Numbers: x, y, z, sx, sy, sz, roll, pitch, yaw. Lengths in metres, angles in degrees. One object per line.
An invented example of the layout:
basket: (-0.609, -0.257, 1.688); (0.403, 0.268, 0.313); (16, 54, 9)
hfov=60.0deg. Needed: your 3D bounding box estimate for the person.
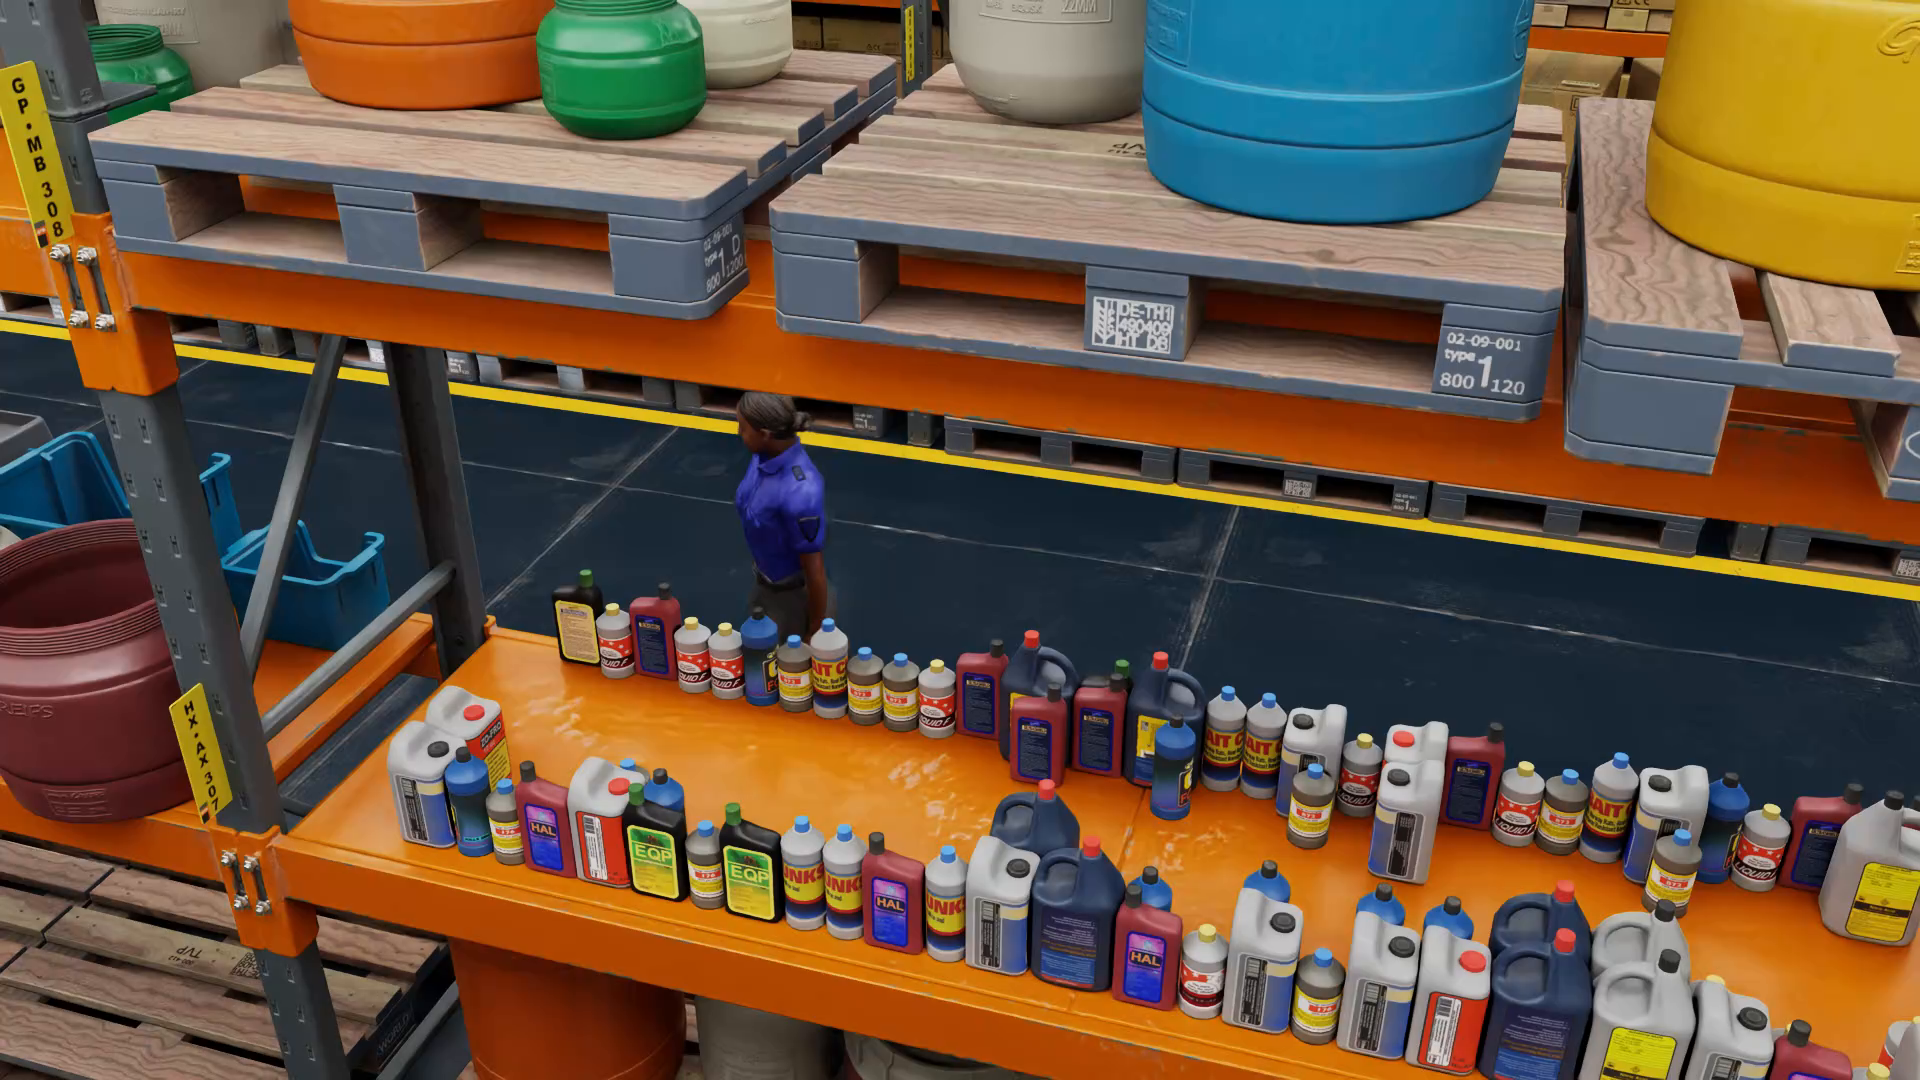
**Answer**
person: (-0.596, 0.183, 5.807); (0.684, 1.630, 0.707); (-12, 31, -20)
